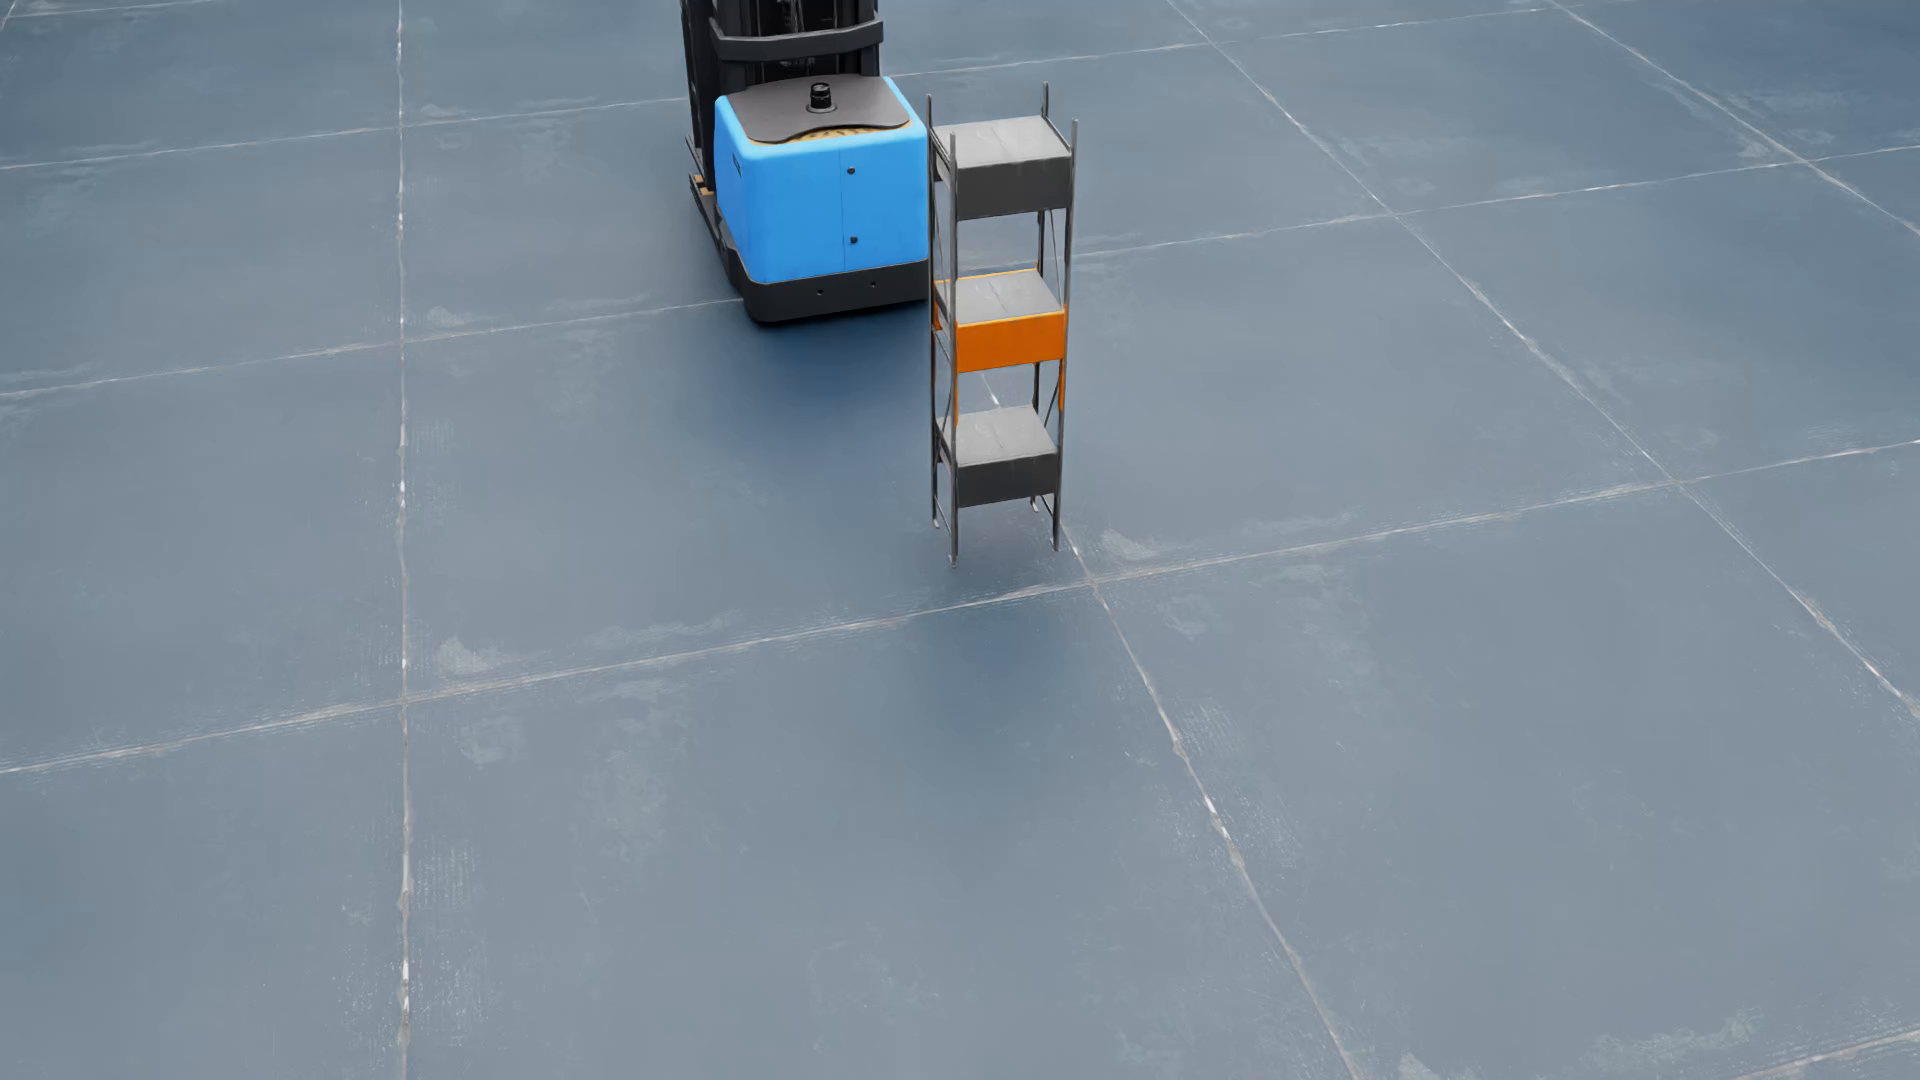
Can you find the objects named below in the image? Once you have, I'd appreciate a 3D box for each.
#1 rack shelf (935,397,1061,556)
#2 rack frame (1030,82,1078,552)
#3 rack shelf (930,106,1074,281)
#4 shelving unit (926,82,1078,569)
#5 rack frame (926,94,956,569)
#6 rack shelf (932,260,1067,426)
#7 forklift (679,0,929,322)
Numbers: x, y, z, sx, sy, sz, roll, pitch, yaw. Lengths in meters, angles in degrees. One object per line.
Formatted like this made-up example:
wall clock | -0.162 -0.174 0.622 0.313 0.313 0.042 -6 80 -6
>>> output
rack shelf | 0.160 -0.293 7.580 0.480 0.518 0.431 -9 38 -12
rack frame | 0.395 -0.899 7.197 0.015 2.100 0.400 -9 38 -12
rack shelf | 0.160 -1.405 6.729 0.480 0.518 0.431 -9 38 -12
shelving unit | 0.160 -0.860 7.146 0.503 2.100 0.431 -9 38 -12
rack frame | -0.076 -0.822 7.096 0.015 2.100 0.400 -9 38 -12
rack shelf | 0.160 -0.849 7.155 0.480 0.518 0.431 -9 38 -12
forklift | -1.082 -3.270 9.612 1.130 2.935 3.031 -11 39 -14
